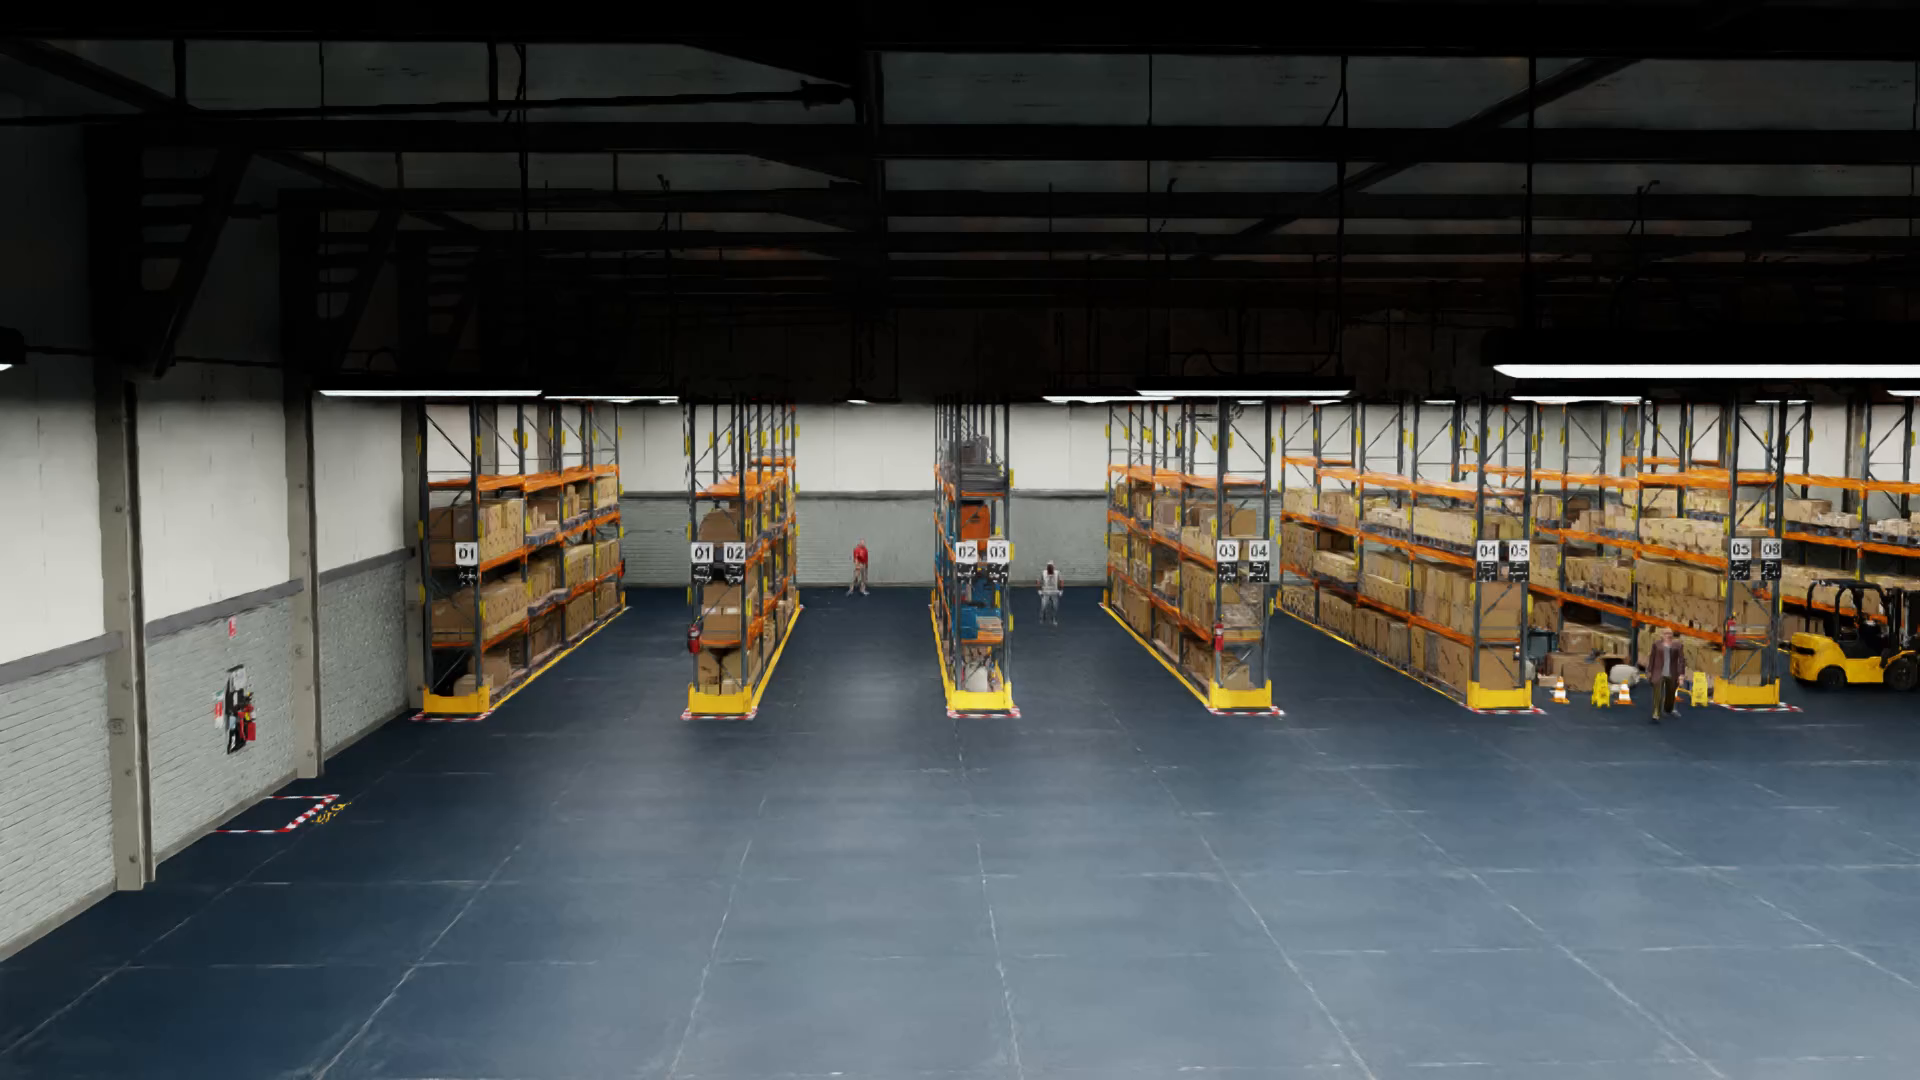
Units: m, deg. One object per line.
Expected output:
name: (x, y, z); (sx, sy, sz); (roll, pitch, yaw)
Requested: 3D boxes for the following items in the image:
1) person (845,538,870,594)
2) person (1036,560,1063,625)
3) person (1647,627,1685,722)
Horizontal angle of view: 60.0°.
person: (-3.133, 0.802, 50.793); (0.516, 1.722, 0.730); (4, 6, 42)
person: (2.348, 1.385, 43.457); (0.702, 1.735, 0.549); (0, 5, -4)
person: (12.899, 2.437, 30.378); (0.633, 1.732, 1.042); (2, 5, 20)
